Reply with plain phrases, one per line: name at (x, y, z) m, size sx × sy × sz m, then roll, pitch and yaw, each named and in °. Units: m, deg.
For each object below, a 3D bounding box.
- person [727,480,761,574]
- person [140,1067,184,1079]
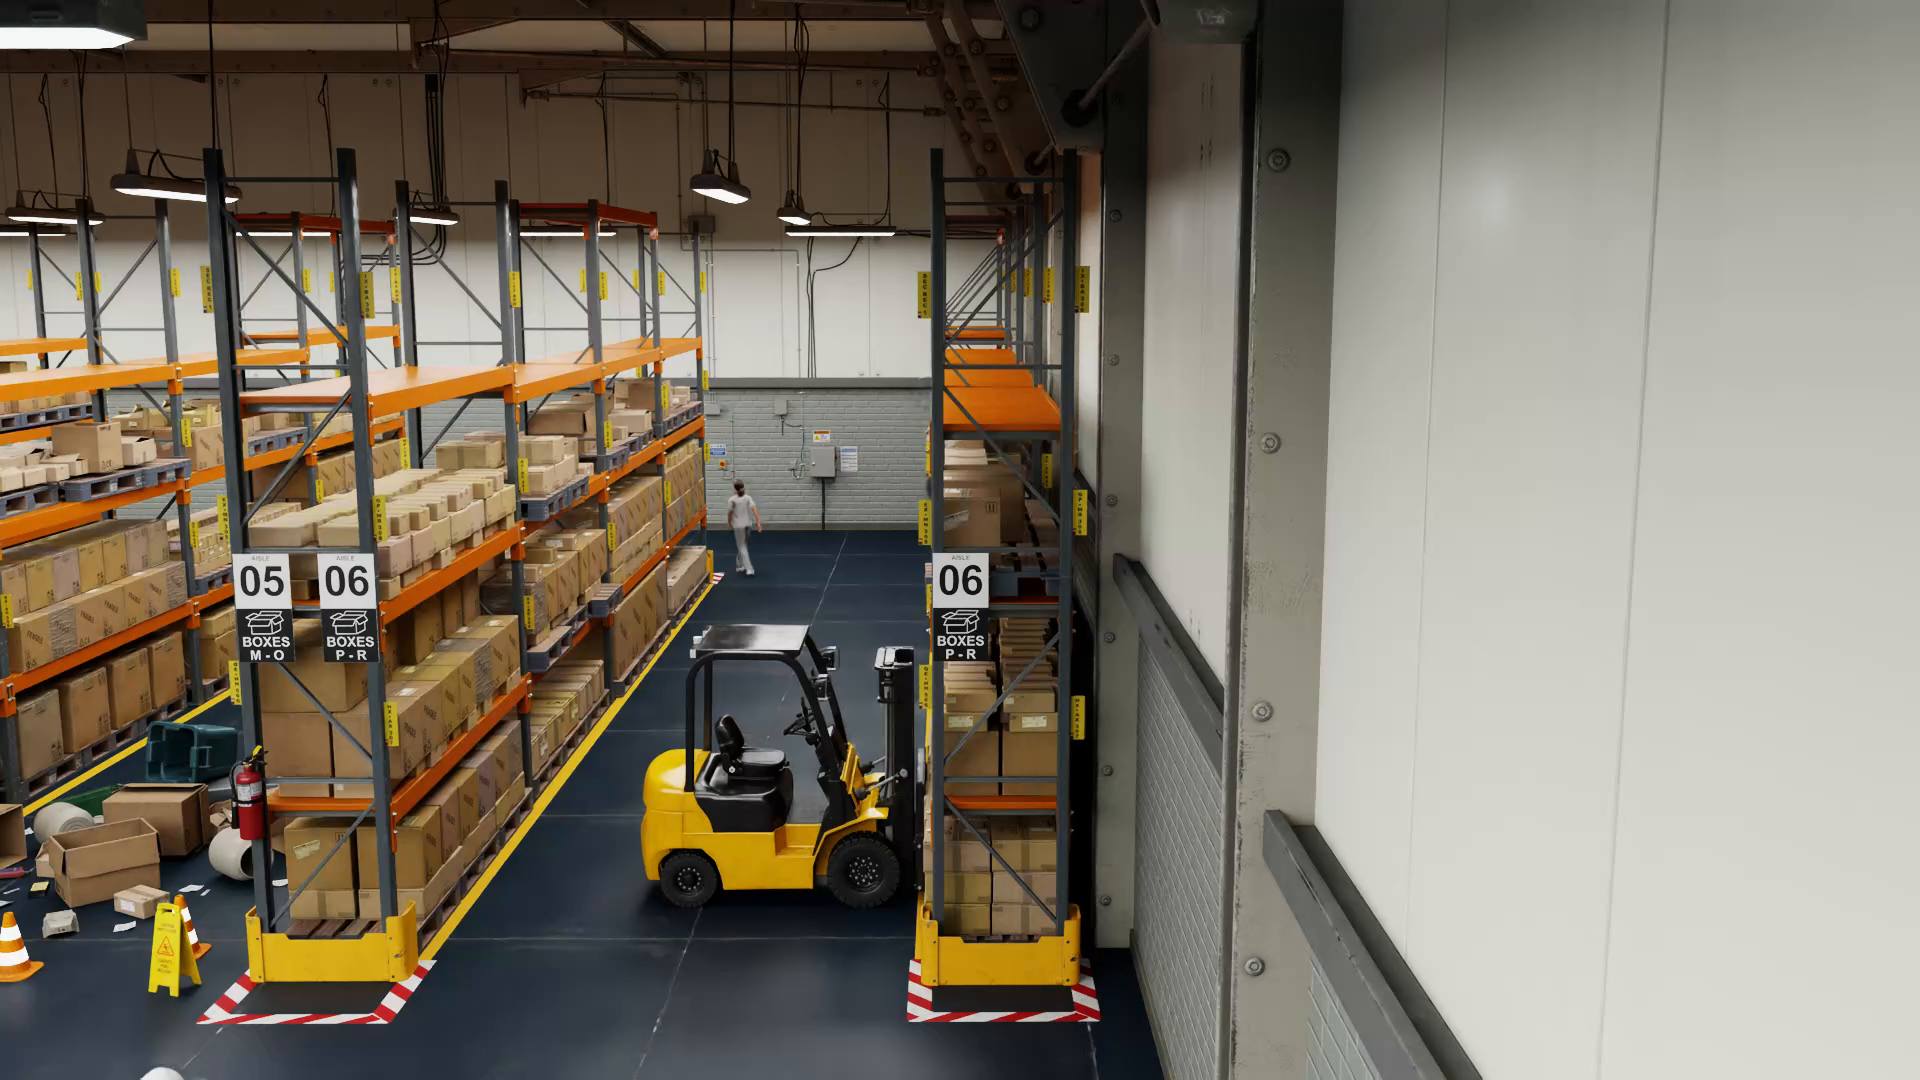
person at (-3.800, -0.220, 28.715) m, size 0.476 × 1.670 × 0.784 m, roll -8°, pitch 12°, yaw -41°
person at (-3.457, 3.167, 7.241) m, size 0.643 × 1.851 × 0.780 m, roll -6°, pitch 11°, yaw -32°
